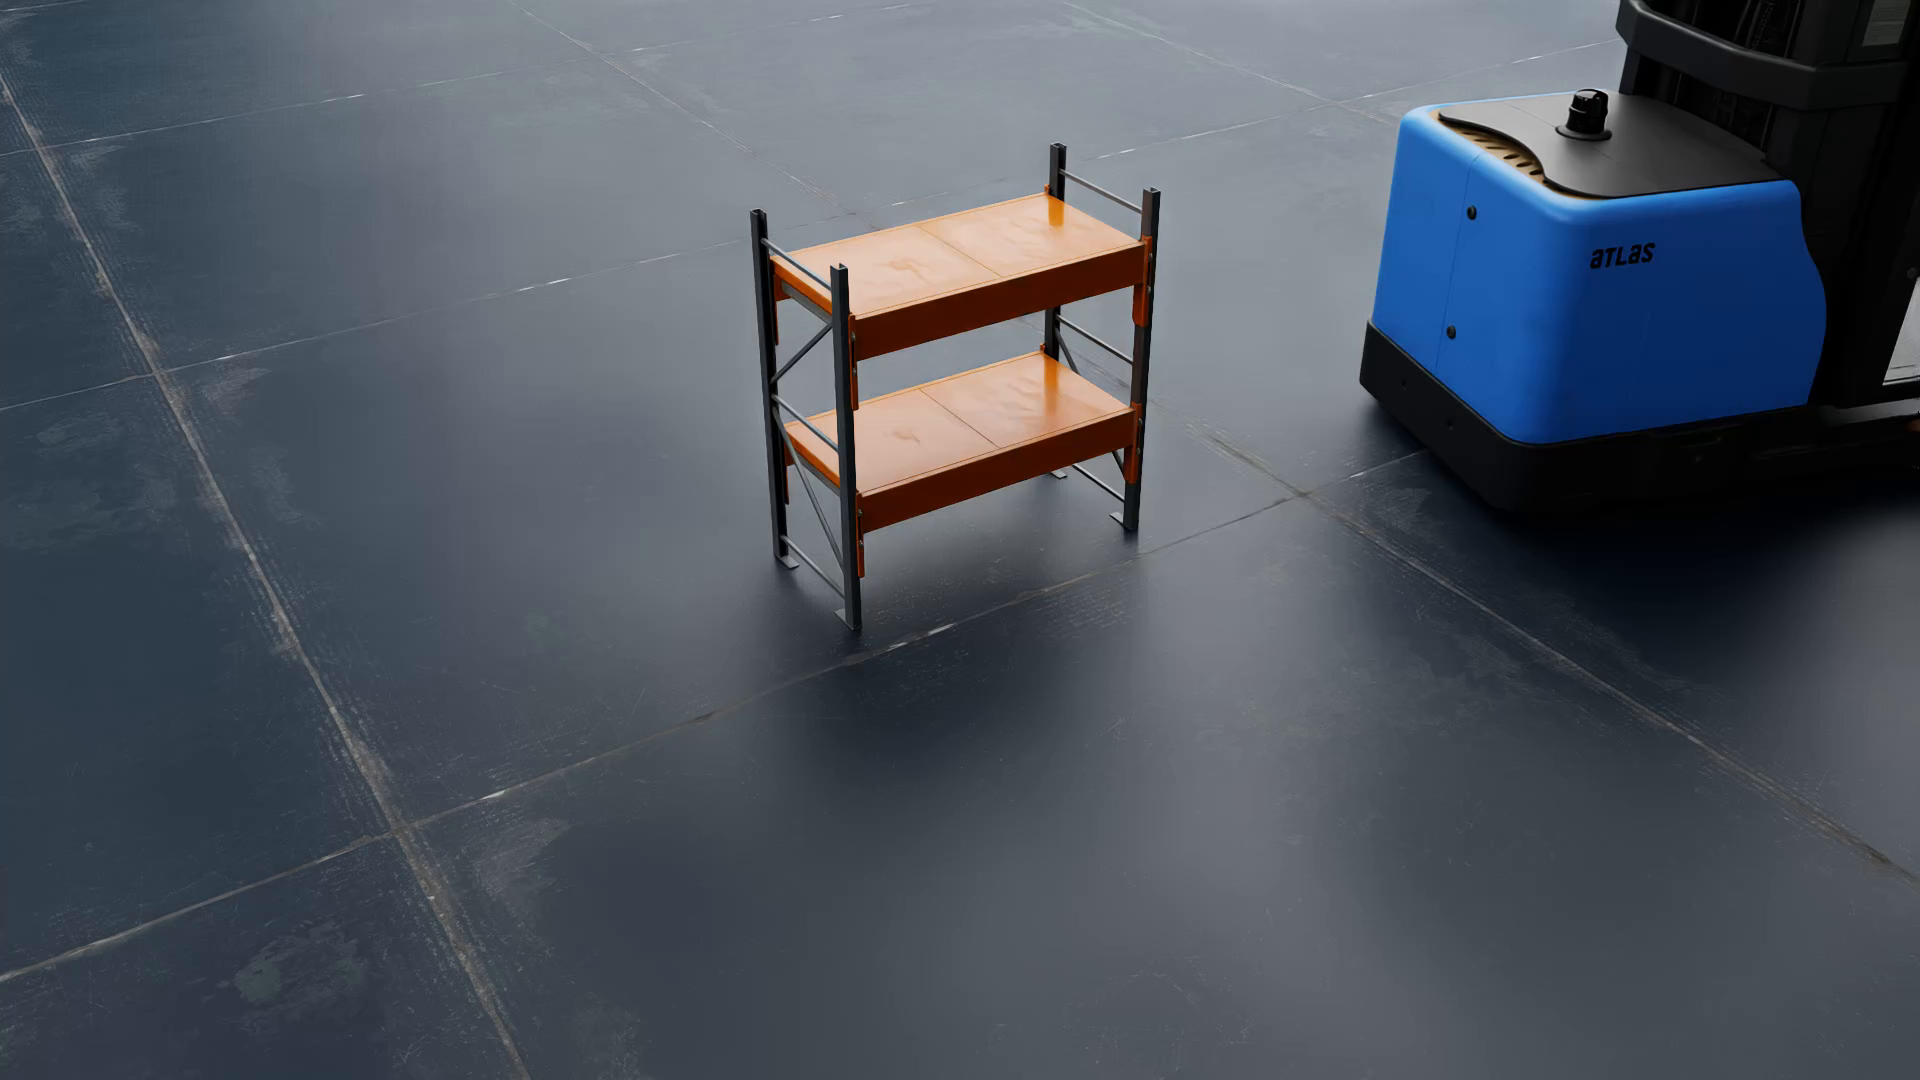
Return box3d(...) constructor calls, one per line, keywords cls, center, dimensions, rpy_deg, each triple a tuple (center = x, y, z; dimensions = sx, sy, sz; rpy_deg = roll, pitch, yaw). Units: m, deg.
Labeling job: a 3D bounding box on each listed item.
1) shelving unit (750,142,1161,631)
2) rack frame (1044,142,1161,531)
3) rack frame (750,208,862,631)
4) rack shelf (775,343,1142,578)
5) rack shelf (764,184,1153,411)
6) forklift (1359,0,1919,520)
box3d(cls="shelving unit", center=(-0.006, -0.474, 4.947), dimensions=(1.048, 1.125, 0.538), rpy_deg=(-19, 37, -27))
box3d(cls="rack frame", center=(0.422, -0.621, 5.180), dimensions=(0.032, 1.125, 0.500), rpy_deg=(-19, 37, -27))
box3d(cls="rack frame", center=(-0.433, -0.327, 4.714), dimensions=(0.032, 1.125, 0.500), rpy_deg=(-19, 37, -27))
box3d(cls="rack shelf", center=(-0.006, -0.267, 5.077), dimensions=(1.000, 0.278, 0.538), rpy_deg=(-19, 37, -27))
box3d(cls="rack shelf", center=(-0.006, -0.721, 4.791), dimensions=(1.000, 0.278, 0.538), rpy_deg=(-19, 37, -27))
box3d(cls="forklift", center=(3.021, -1.741, 5.263), dimensions=(3.031, 2.935, 1.130), rpy_deg=(-9, 33, -14))
